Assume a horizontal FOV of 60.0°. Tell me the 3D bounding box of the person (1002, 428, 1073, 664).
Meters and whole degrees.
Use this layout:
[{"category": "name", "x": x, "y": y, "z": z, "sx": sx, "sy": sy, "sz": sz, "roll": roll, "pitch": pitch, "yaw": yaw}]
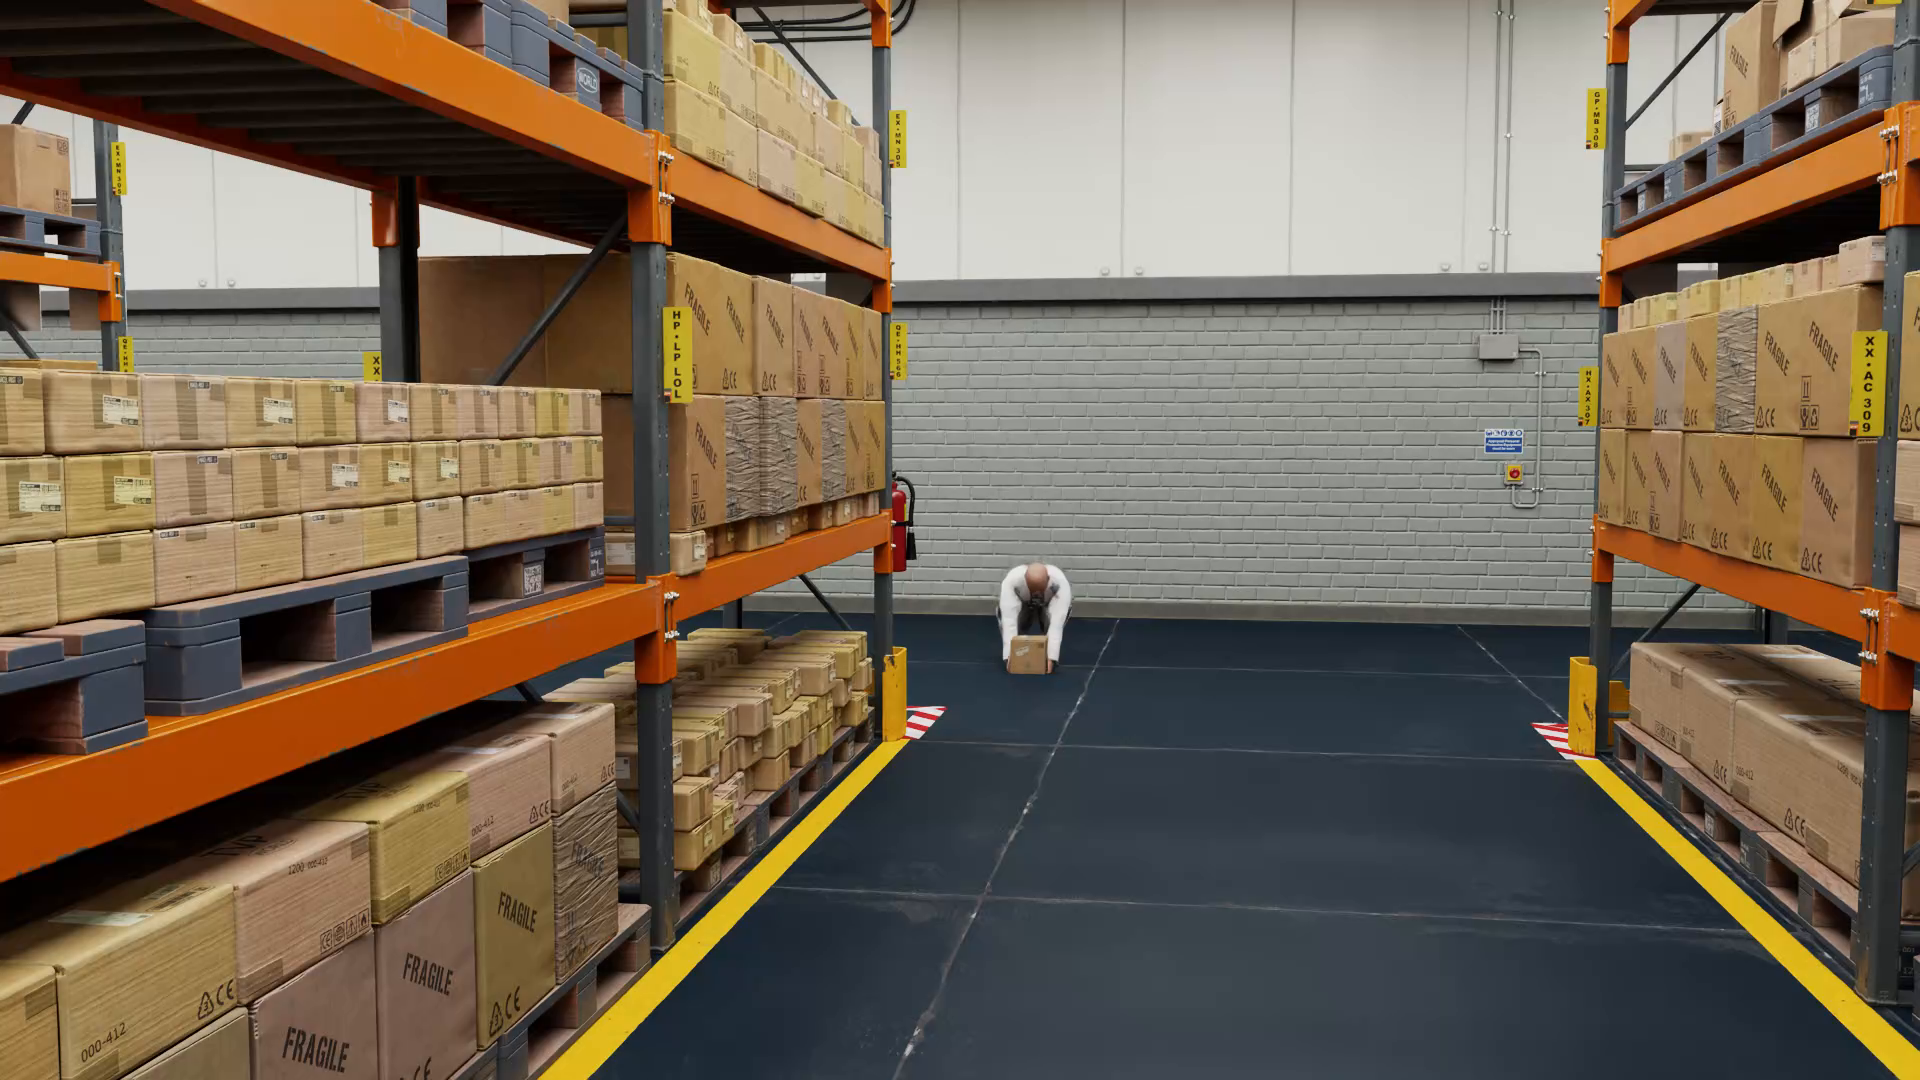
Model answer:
[{"category": "person", "x": 0.572, "y": 0.046, "z": 12.519, "sx": 0.528, "sy": 1.772, "sz": 0.561, "roll": 1, "pitch": 4, "yaw": 10}]
